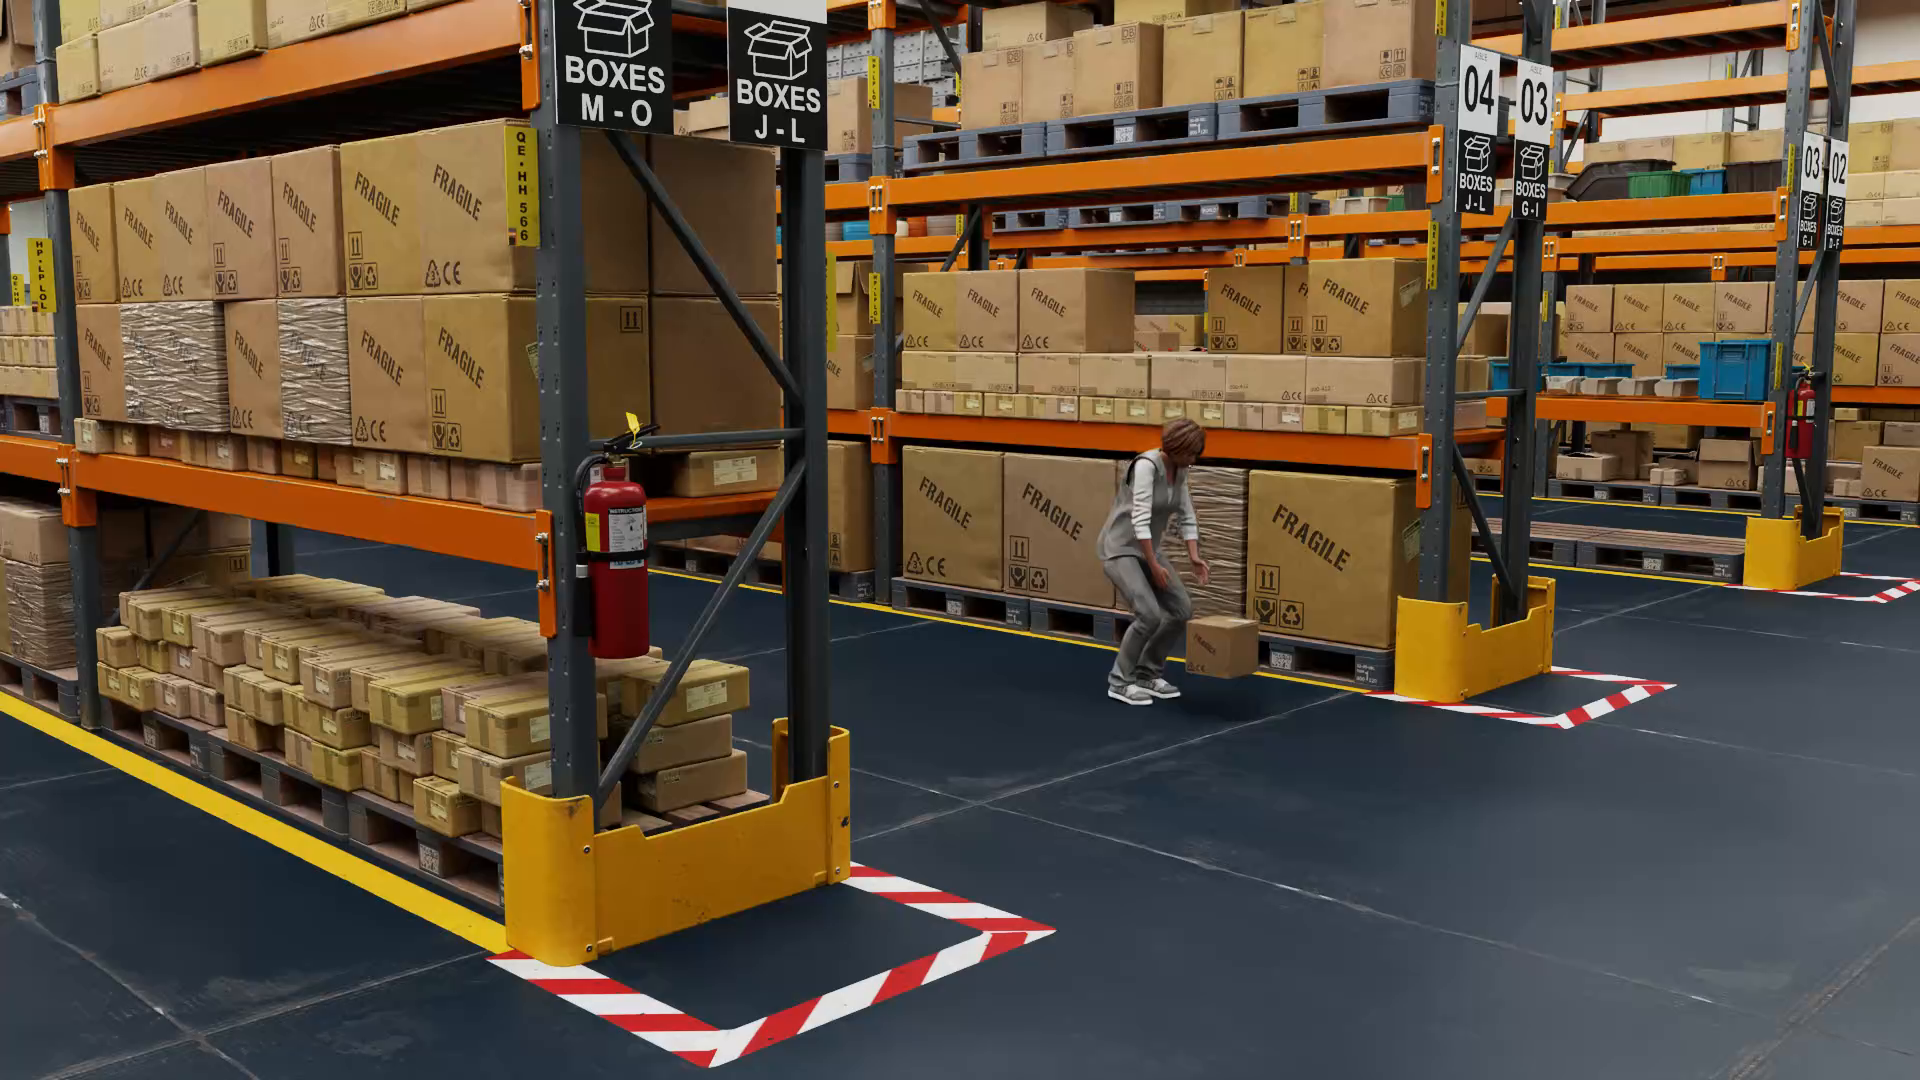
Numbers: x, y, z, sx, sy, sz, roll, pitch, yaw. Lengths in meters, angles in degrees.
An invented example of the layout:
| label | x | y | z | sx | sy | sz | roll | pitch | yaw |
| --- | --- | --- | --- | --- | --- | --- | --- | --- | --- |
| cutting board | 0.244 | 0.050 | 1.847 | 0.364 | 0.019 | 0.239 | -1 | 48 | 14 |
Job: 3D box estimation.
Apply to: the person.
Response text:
| label | x | y | z | sx | sy | sz | roll | pitch | yaw |
| --- | --- | --- | --- | --- | --- | --- | --- | --- | --- |
| person | 0.966 | 0.104 | 8.283 | 0.560 | 1.408 | 0.456 | 7 | 10 | 44 |
